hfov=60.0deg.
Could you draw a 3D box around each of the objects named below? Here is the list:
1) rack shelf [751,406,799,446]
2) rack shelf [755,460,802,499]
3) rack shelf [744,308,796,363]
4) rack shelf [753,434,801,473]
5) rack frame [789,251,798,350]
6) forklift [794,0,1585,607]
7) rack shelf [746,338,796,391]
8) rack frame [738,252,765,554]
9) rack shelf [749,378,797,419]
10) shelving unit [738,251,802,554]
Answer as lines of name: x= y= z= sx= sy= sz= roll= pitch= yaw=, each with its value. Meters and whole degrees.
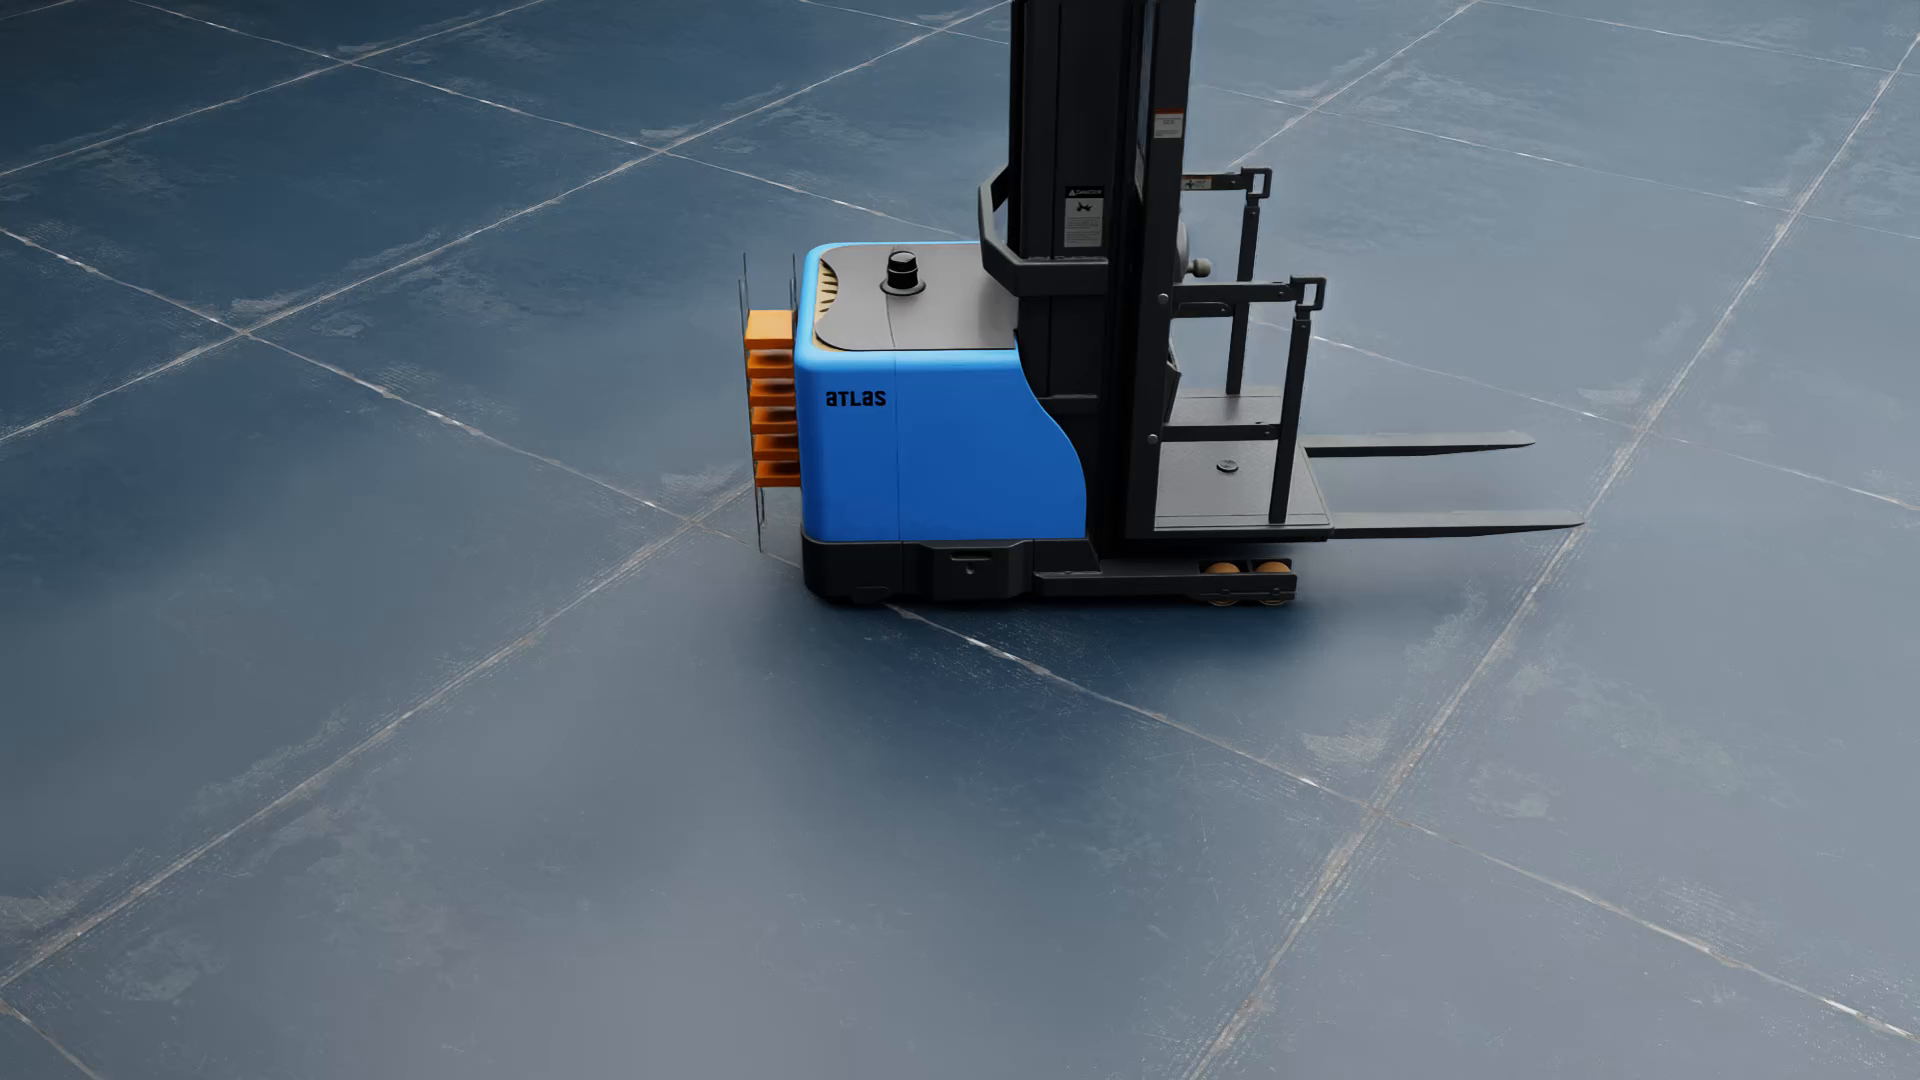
rack shelf: x=-0.710 y=-0.473 z=6.455 sx=0.180 sy=0.103 sz=0.258 roll=-1 pitch=34 yaw=-2
rack shelf: x=-0.711 y=-0.273 z=6.589 sx=0.180 sy=0.103 sz=0.258 roll=-1 pitch=34 yaw=-2
rack shelf: x=-0.709 y=-0.772 z=6.255 sx=0.180 sy=0.103 sz=0.258 roll=-1 pitch=34 yaw=-2
rack shelf: x=-0.711 y=-0.373 z=6.522 sx=0.180 sy=0.103 sz=0.258 roll=-1 pitch=34 yaw=-2
rack frame: x=-0.619 y=-0.511 z=6.433 sx=0.006 sy=1.200 sz=0.240 roll=-1 pitch=34 yaw=-2
forklift: x=0.903 y=-1.258 z=5.993 sx=3.031 sy=2.935 sz=1.130 roll=-1 pitch=34 yaw=-1
rack shelf: x=-0.709 y=-0.672 z=6.322 sx=0.180 sy=0.103 sz=0.258 roll=-1 pitch=34 yaw=-2
rack frame: x=-0.801 y=-0.508 z=6.428 sx=0.006 sy=1.200 sz=0.240 roll=-1 pitch=34 yaw=-2
rack shelf: x=-0.710 y=-0.572 z=6.389 sx=0.180 sy=0.103 sz=0.258 roll=-1 pitch=34 yaw=-2
shelving unit: x=-0.710 y=-0.509 z=6.431 sx=0.189 sy=1.200 sz=0.258 roll=-1 pitch=34 yaw=-2
